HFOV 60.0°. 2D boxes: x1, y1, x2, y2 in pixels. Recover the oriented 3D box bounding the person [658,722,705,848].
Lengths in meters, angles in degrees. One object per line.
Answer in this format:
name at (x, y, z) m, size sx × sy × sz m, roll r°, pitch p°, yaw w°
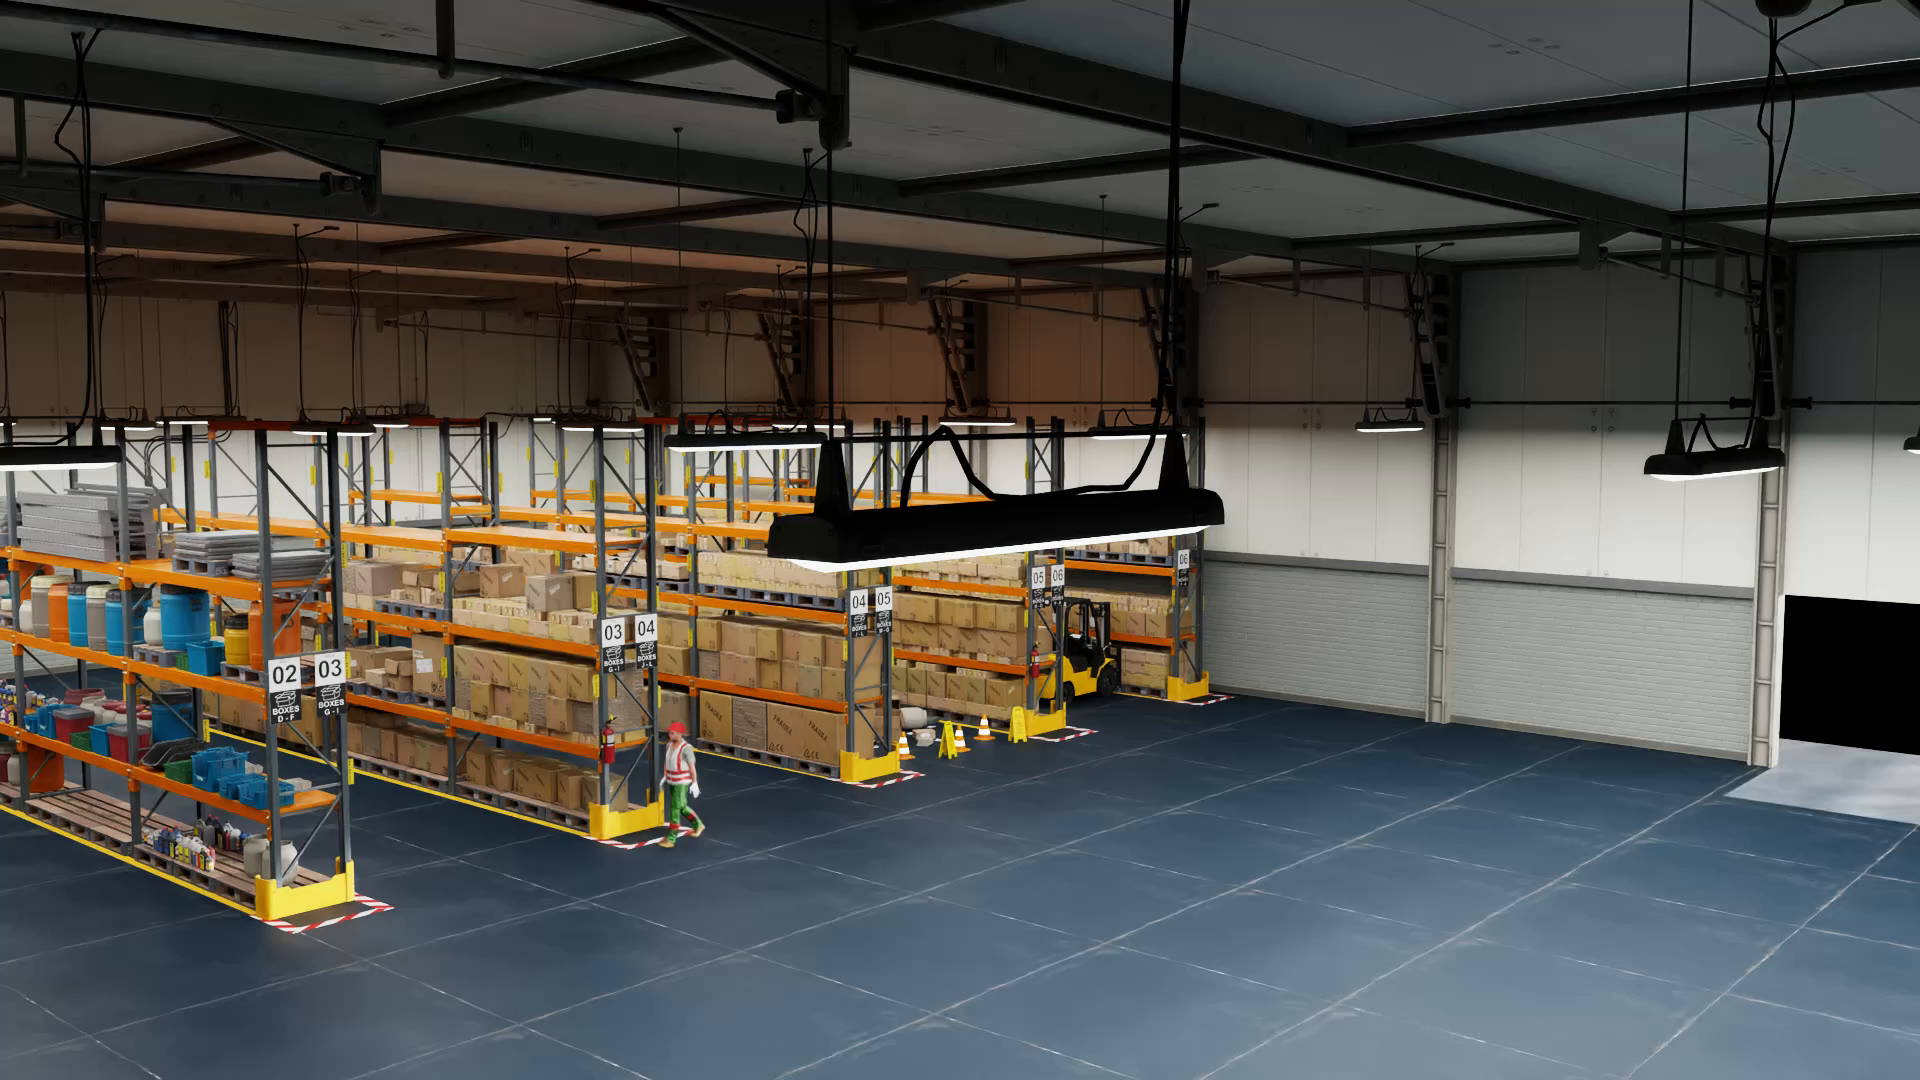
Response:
person at (-4.008, 3.478, 23.810) m, size 0.944 × 1.769 × 0.598 m, roll -4°, pitch 6°, yaw -43°
